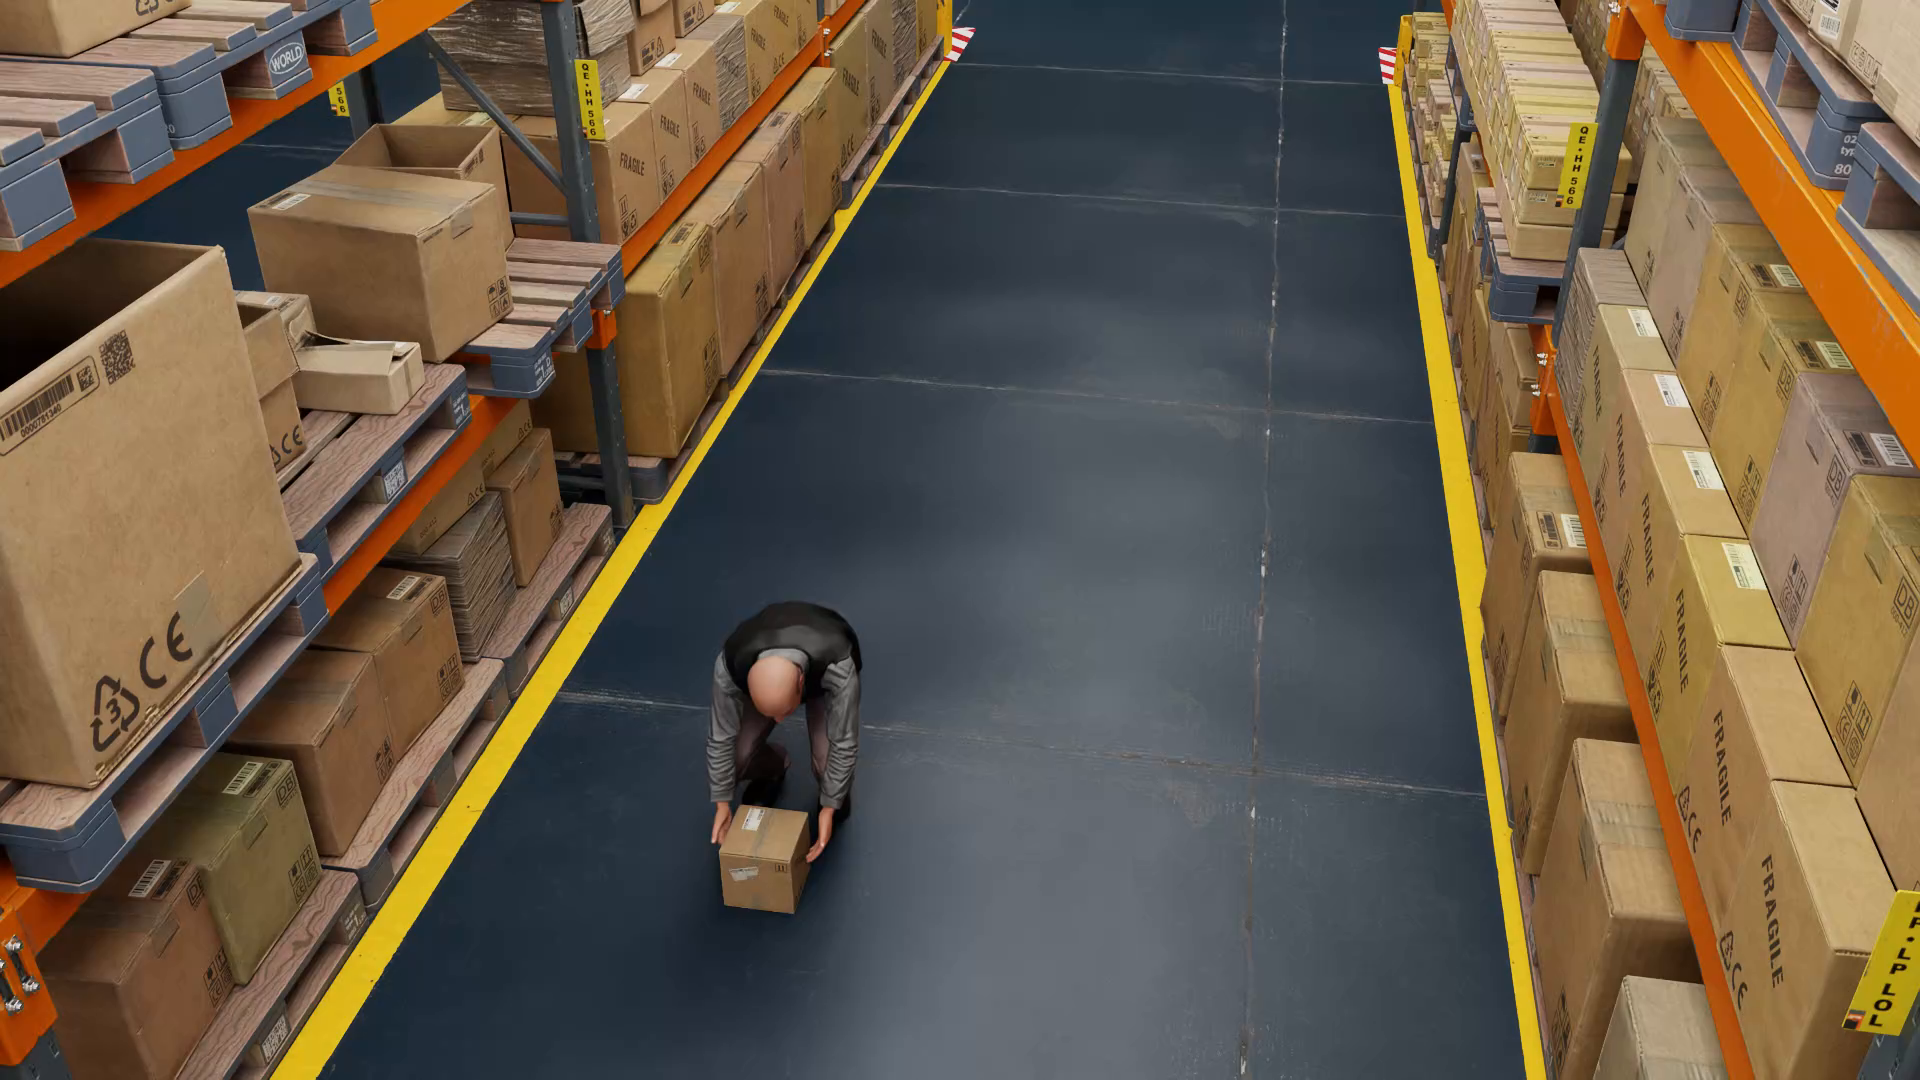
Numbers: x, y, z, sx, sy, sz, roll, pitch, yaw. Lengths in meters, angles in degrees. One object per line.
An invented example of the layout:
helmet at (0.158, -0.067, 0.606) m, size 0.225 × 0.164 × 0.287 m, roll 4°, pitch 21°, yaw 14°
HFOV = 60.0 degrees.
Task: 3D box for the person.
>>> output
person at (-0.586, 0.619, 5.895) m, size 0.547 × 0.963 × 0.865 m, roll 5°, pitch 33°, yaw 8°
